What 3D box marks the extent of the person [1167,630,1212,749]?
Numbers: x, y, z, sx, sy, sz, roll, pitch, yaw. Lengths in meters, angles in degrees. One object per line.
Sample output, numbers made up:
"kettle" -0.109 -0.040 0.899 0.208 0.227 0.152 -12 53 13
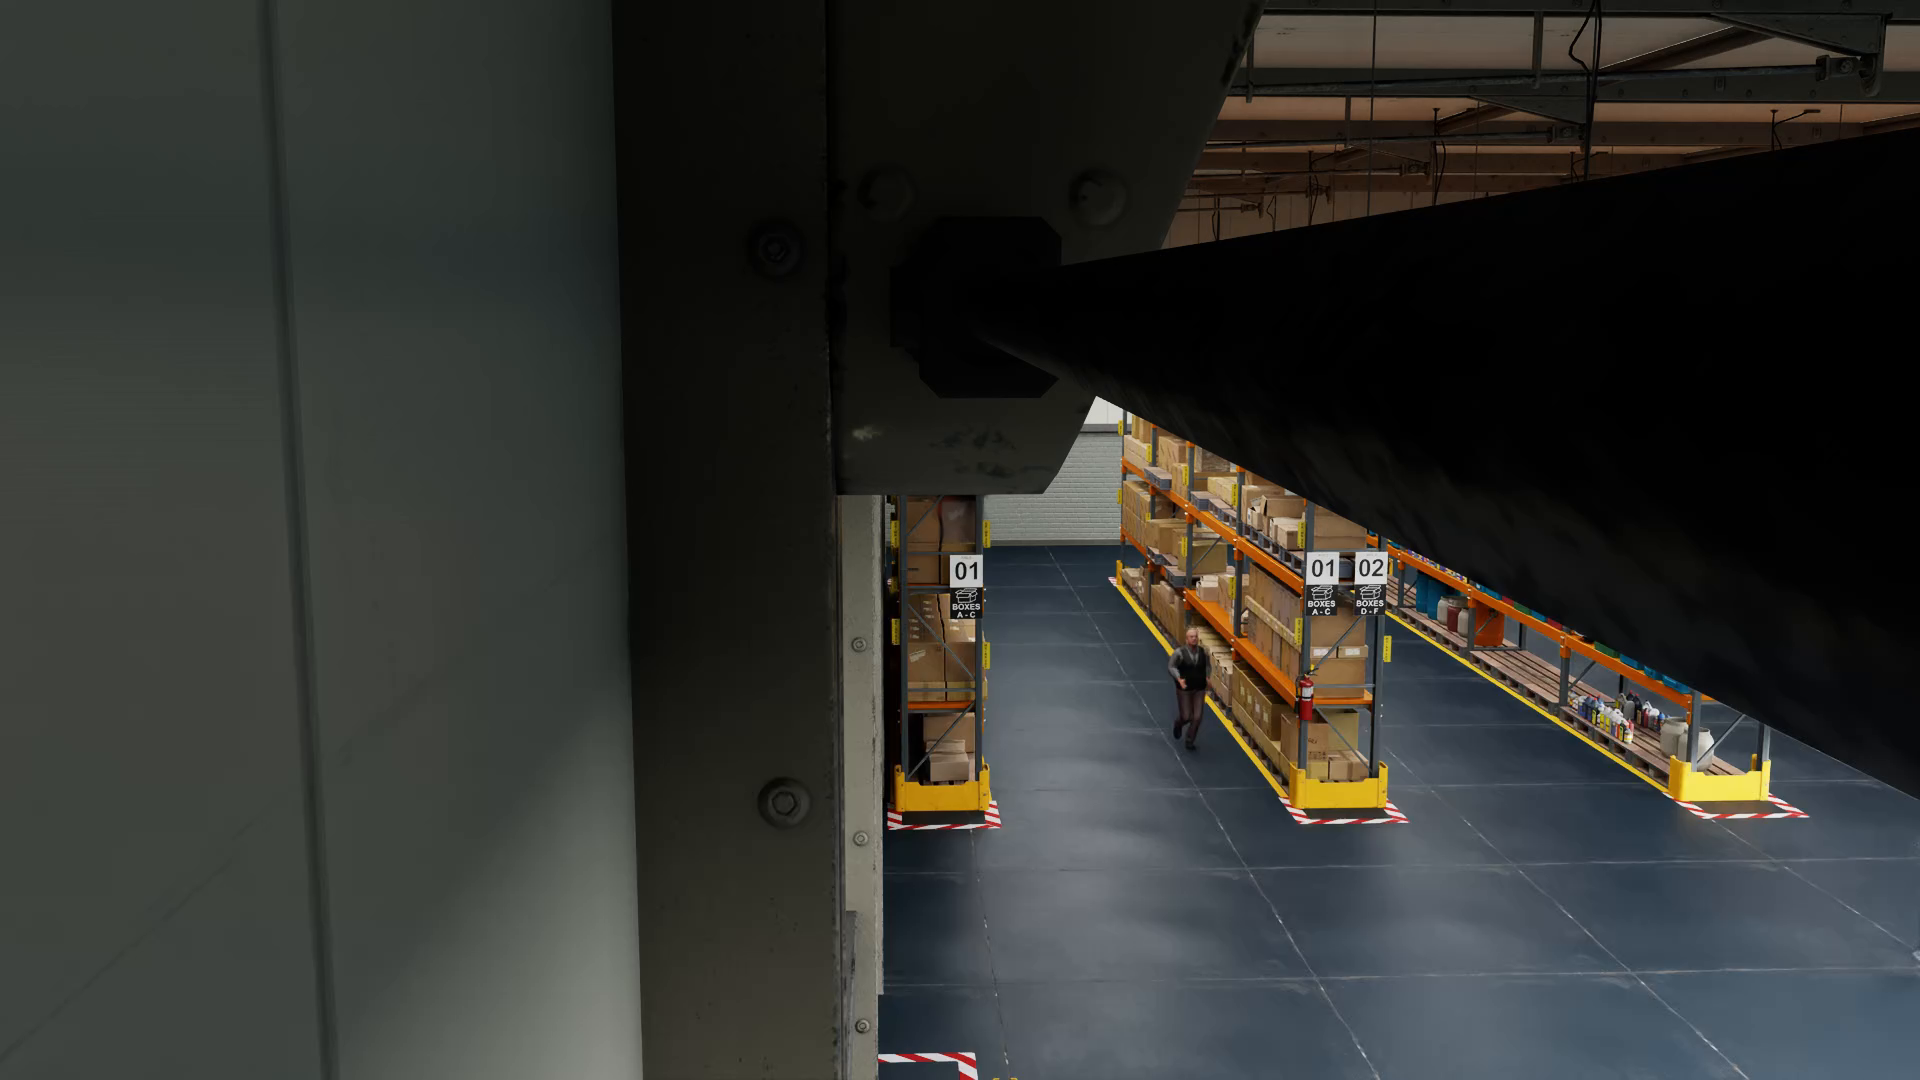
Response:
"person" 3.228 2.117 23.292 0.647 1.603 0.580 -2 9 -11
